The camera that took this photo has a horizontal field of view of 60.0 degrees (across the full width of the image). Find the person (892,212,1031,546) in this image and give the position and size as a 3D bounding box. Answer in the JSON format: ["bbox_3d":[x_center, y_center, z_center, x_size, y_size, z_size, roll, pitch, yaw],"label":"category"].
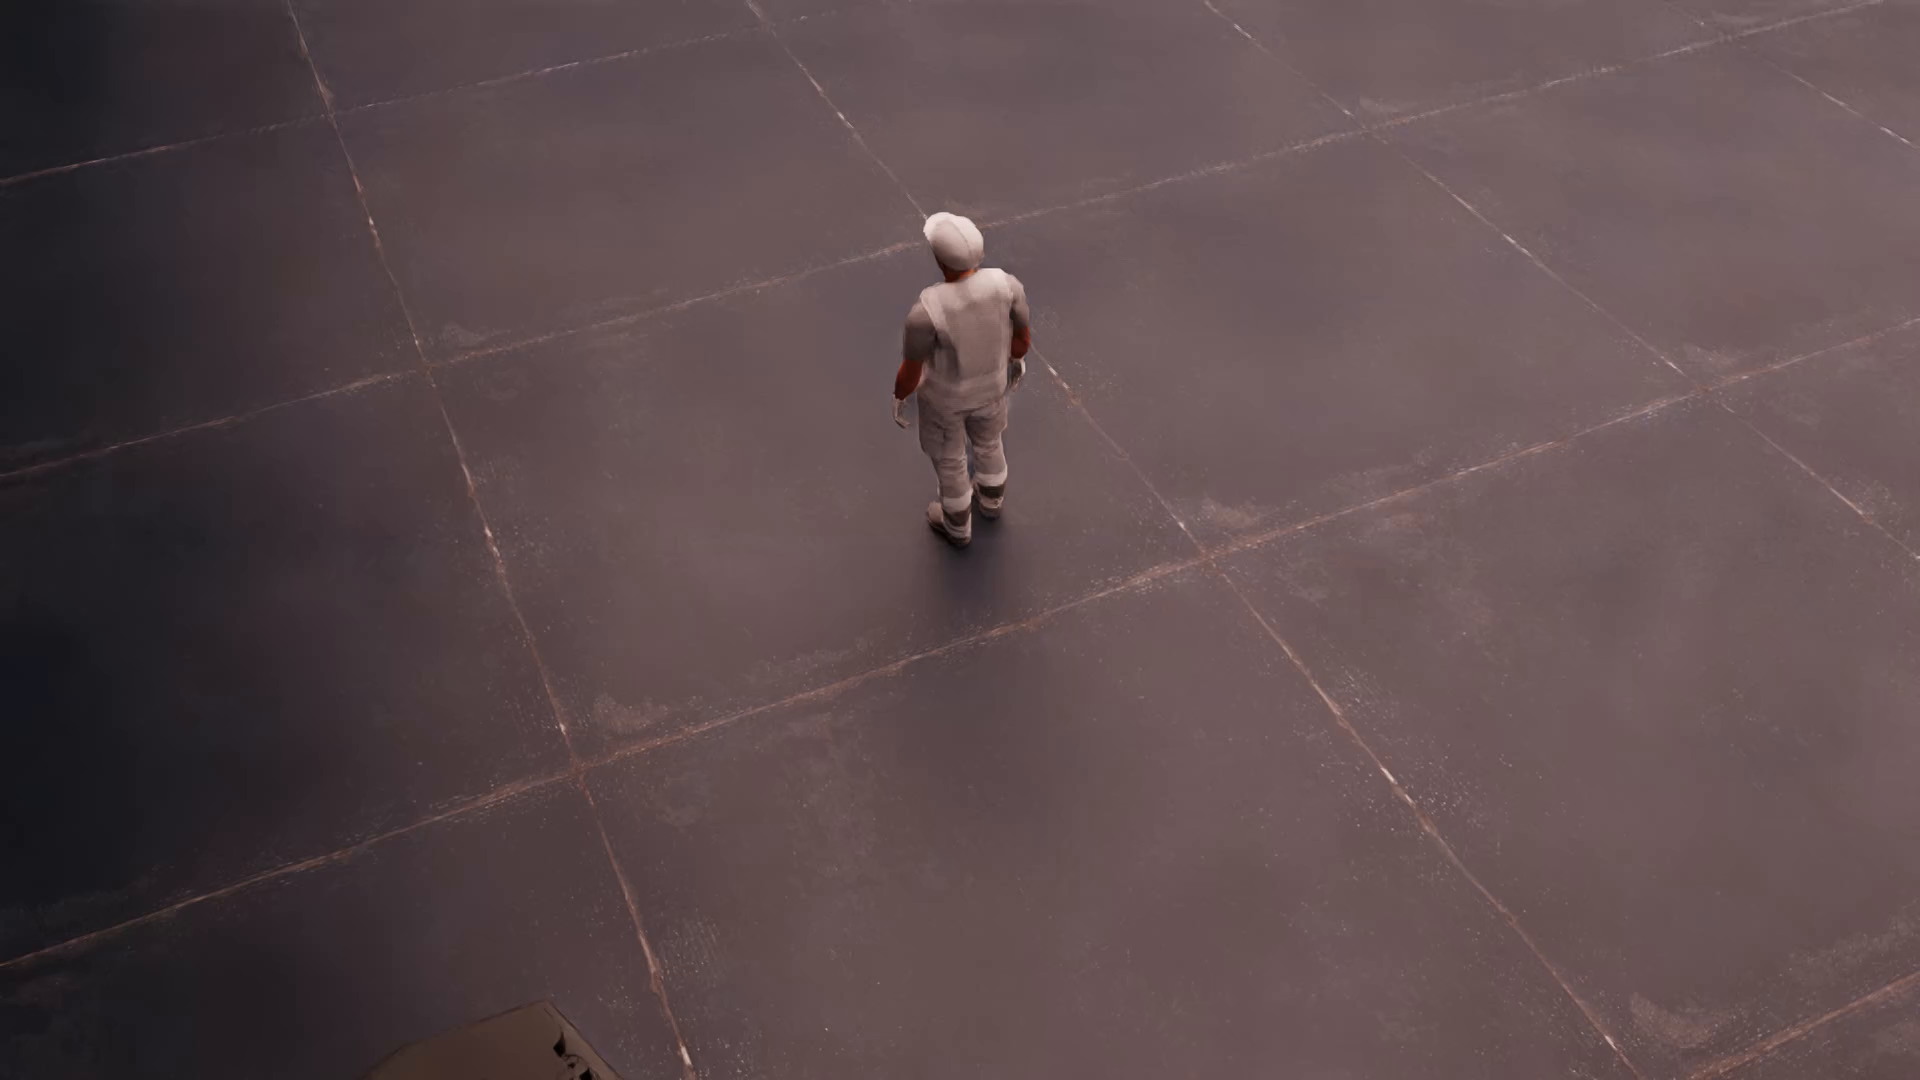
[{"bbox_3d":[-0.024,-0.713,7.271,0.637,1.787,0.561,-18,46,-18],"label":"person"}]

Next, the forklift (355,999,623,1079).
[{"bbox_3d":[-0.530,2.335,3.178,1.130,2.935,3.031,-34,53,-31],"label":"forklift"}]
